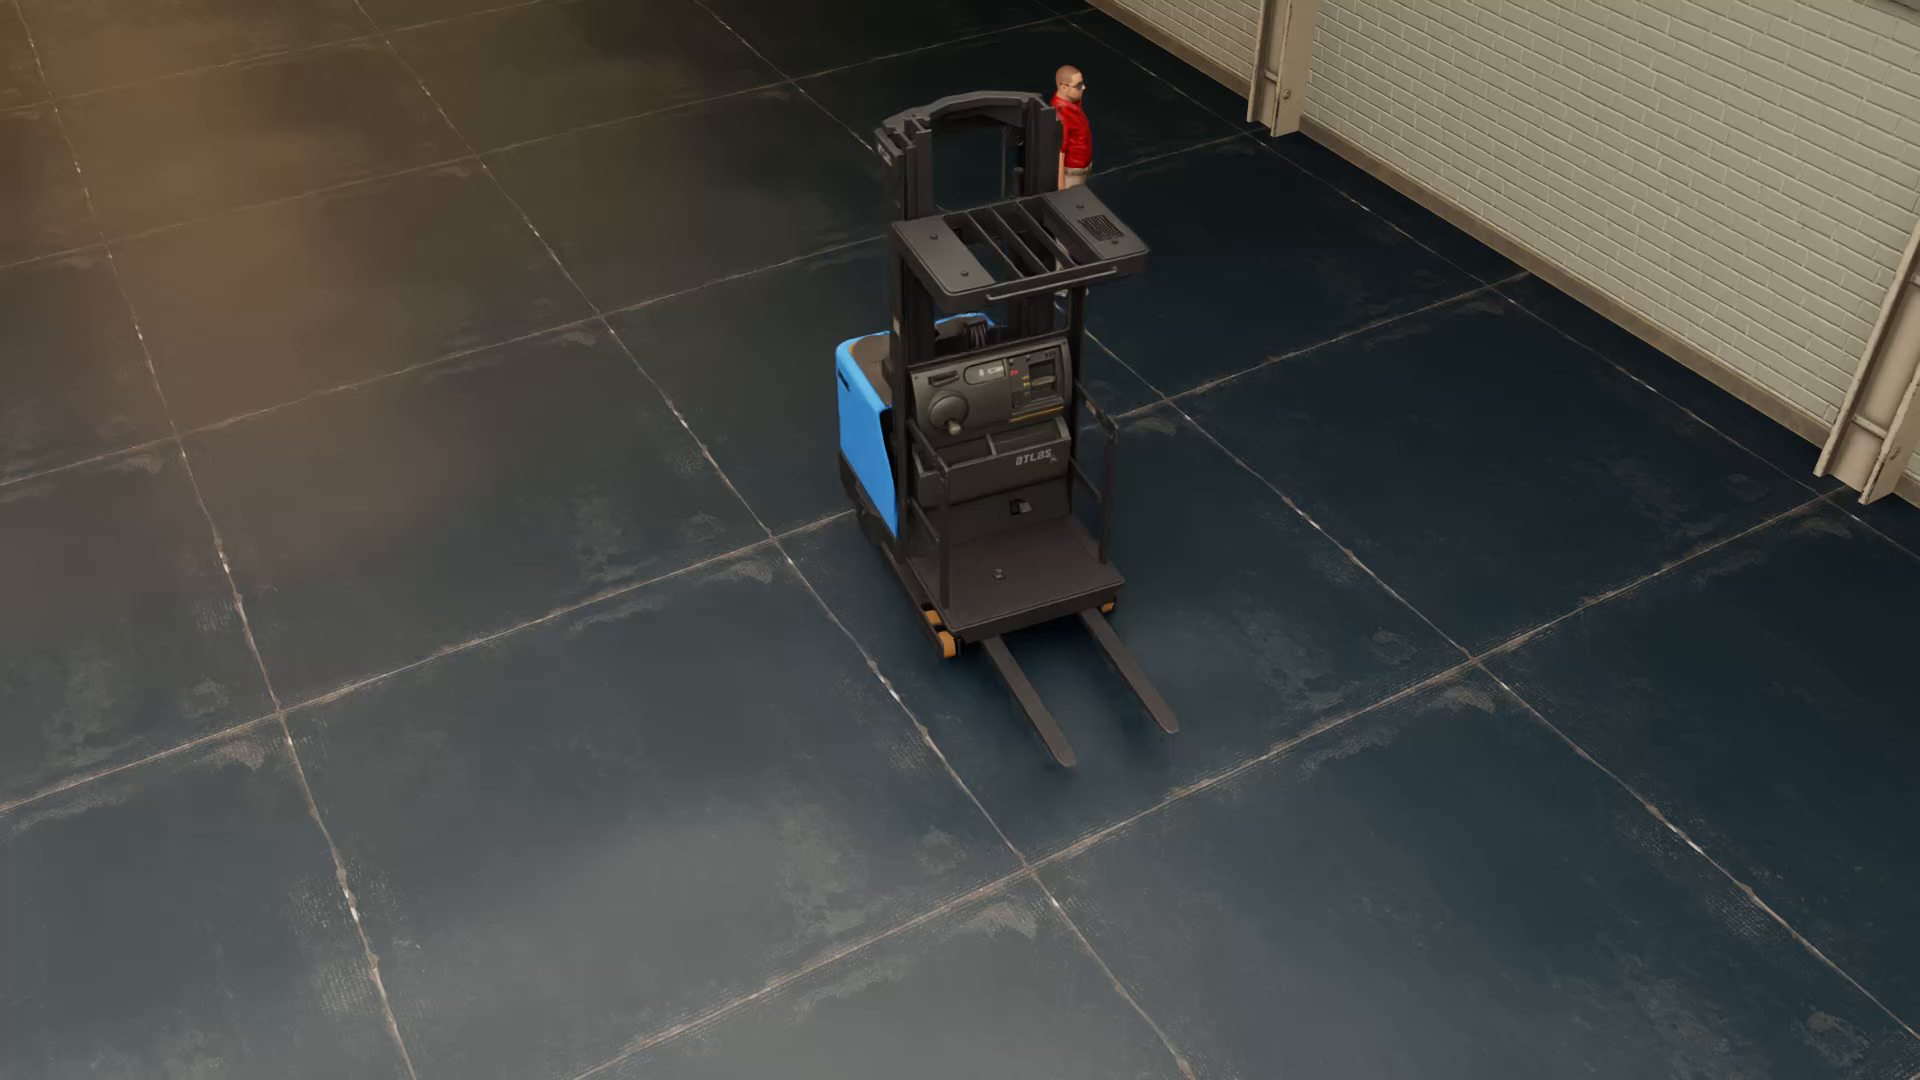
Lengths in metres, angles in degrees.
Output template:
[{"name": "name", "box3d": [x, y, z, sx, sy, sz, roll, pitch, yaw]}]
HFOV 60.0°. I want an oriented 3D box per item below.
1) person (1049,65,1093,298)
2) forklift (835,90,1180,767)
[{"name": "person", "box3d": [0.796, -2.634, 12.155, 0.381, 1.731, 0.567, 3, 40, 3]}, {"name": "forklift", "box3d": [0.265, -0.759, 8.951, 1.130, 2.935, 3.031, -15, 42, -17]}]
